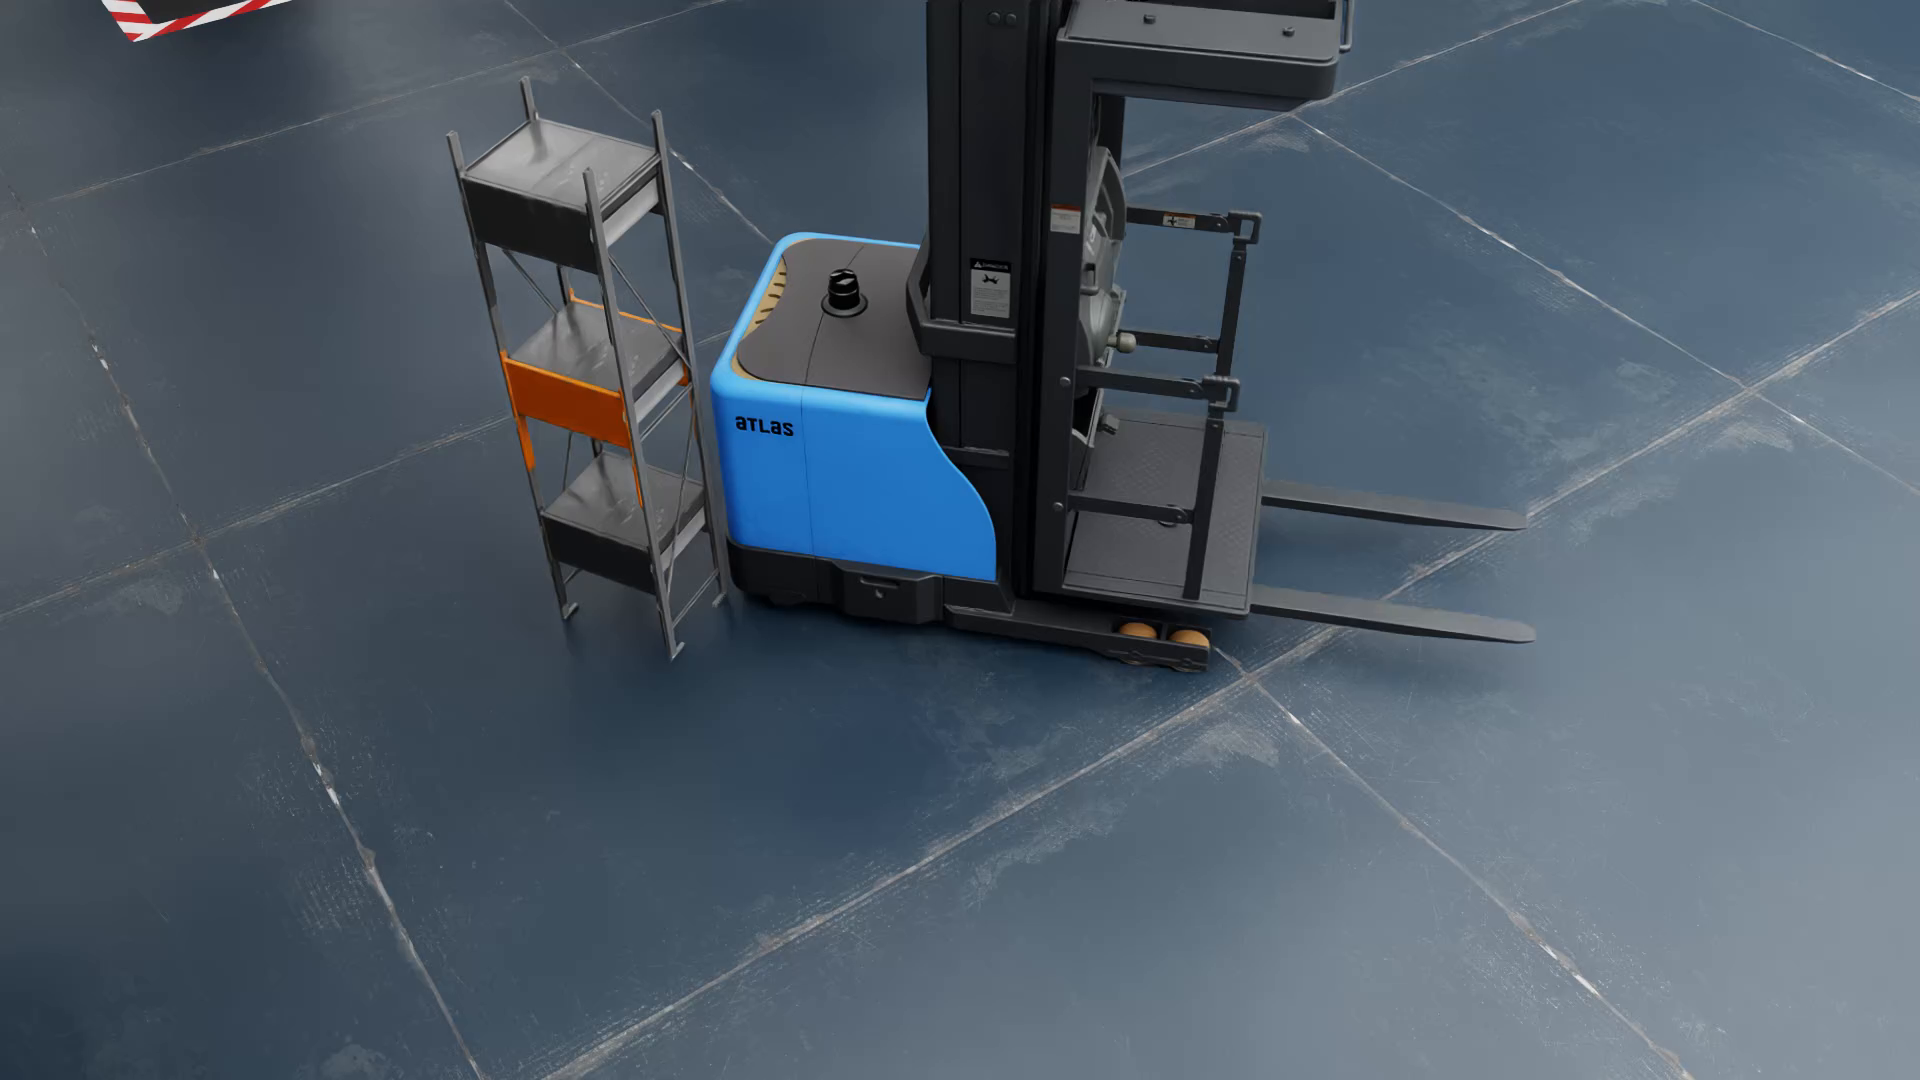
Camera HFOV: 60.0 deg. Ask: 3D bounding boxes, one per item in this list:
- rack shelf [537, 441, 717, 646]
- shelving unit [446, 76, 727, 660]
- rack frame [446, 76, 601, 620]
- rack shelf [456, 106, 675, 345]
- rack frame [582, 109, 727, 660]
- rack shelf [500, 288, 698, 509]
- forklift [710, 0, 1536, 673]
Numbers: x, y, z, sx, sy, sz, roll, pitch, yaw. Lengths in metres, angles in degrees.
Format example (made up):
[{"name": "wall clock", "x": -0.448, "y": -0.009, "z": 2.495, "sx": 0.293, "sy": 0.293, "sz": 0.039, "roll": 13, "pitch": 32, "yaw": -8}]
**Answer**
[{"name": "rack shelf", "x": -1.227, "y": 0.012, "z": 6.250, "sx": 0.480, "sy": 0.518, "sz": 0.431, "roll": 18, "pitch": 47, "yaw": 18}, {"name": "shelving unit", "x": -1.227, "y": -0.504, "z": 5.757, "sx": 0.503, "sy": 2.100, "sz": 0.431, "roll": 18, "pitch": 47, "yaw": 18}, {"name": "rack frame", "x": -1.448, "y": -0.575, "z": 5.832, "sx": 0.015, "sy": 2.100, "sz": 0.400, "roll": 18, "pitch": 47, "yaw": 18}, {"name": "rack shelf", "x": -1.227, "y": -1.000, "z": 5.283, "sx": 0.480, "sy": 0.518, "sz": 0.431, "roll": 18, "pitch": 47, "yaw": 18}, {"name": "rack frame", "x": -1.006, "y": -0.432, "z": 5.682, "sx": 0.015, "sy": 2.100, "sz": 0.400, "roll": 18, "pitch": 47, "yaw": 18}, {"name": "rack shelf", "x": -1.227, "y": -0.494, "z": 5.767, "sx": 0.480, "sy": 0.518, "sz": 0.431, "roll": 18, "pitch": 47, "yaw": 18}, {"name": "forklift", "x": 0.675, "y": -0.966, "z": 5.639, "sx": 3.031, "sy": 2.935, "sz": 1.130, "roll": 8, "pitch": 44, "yaw": 8}]
